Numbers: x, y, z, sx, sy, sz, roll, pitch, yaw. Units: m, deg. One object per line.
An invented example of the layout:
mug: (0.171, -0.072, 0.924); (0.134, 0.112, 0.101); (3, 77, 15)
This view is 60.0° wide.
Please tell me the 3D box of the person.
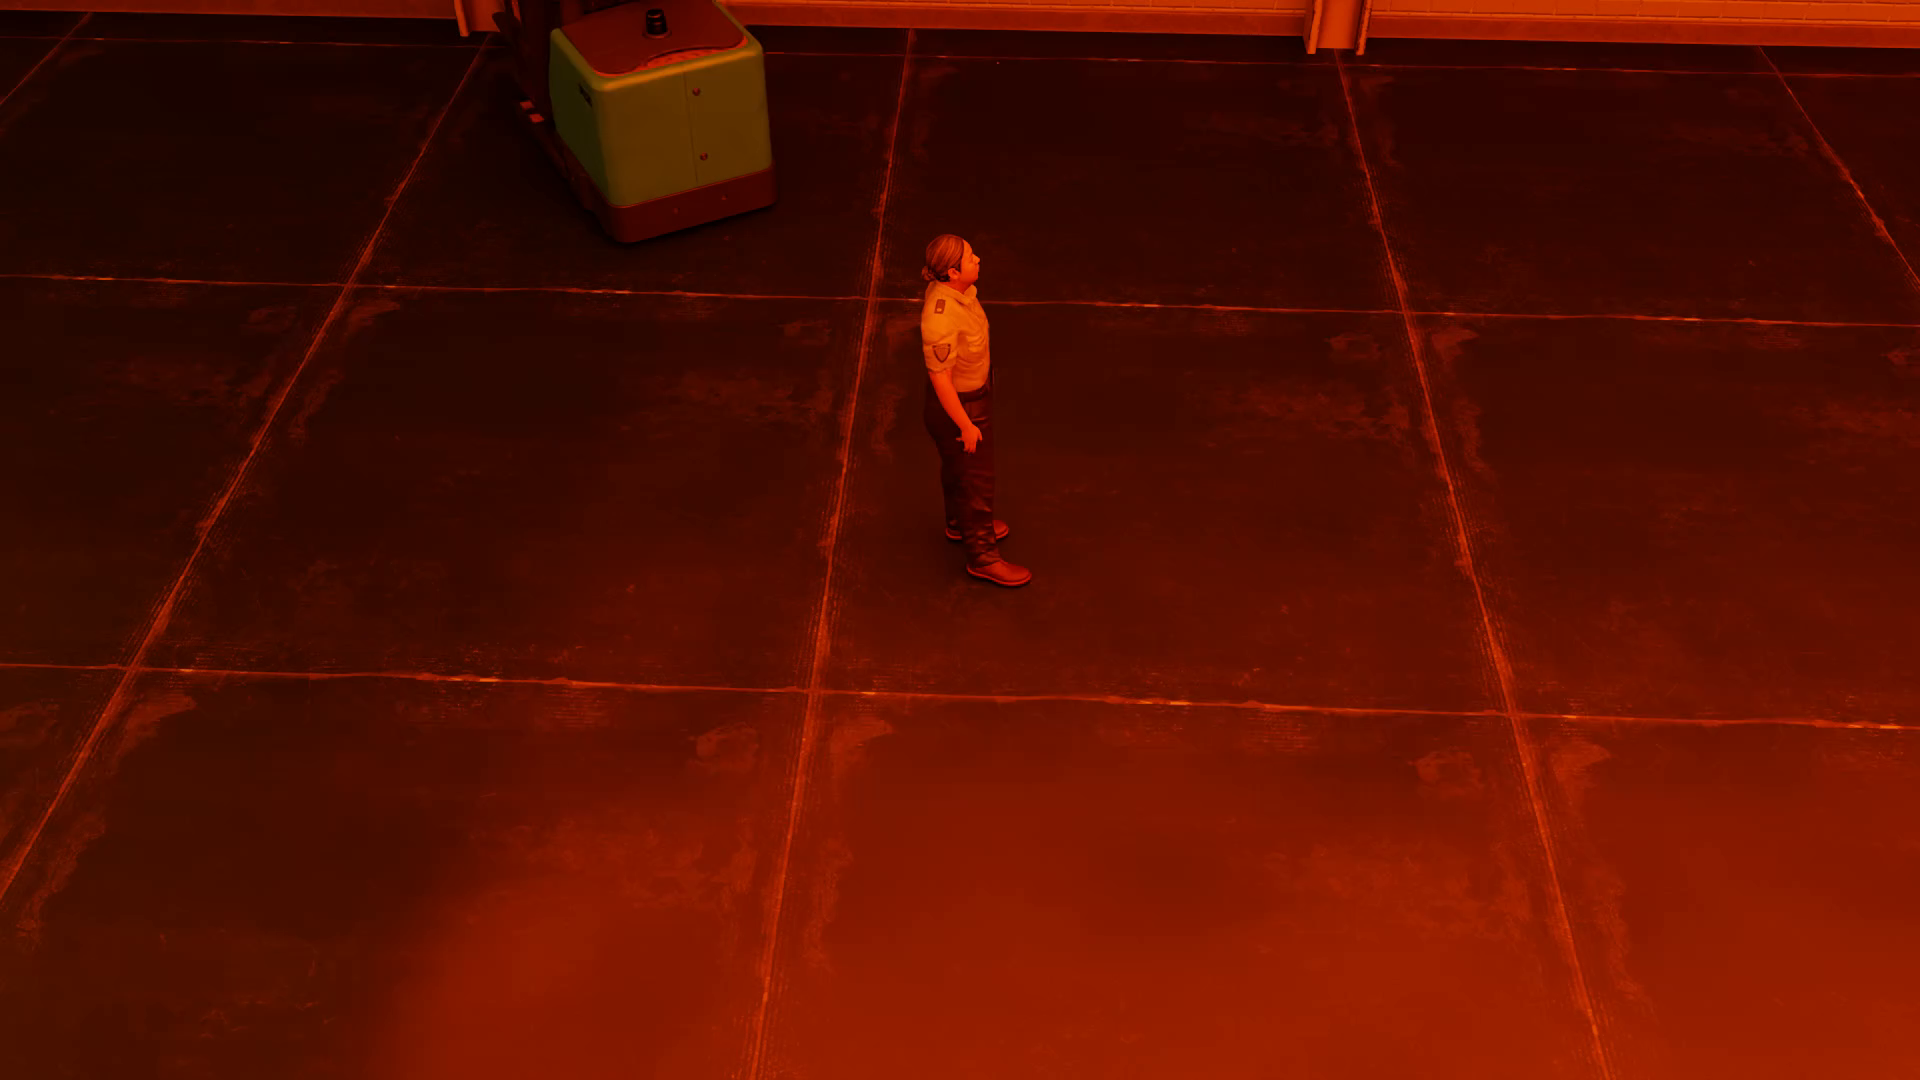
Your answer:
person: (0.088, -0.596, 7.336); (0.503, 1.650, 0.599); (2, 42, 2)

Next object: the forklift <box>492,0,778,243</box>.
forklift: (-2.247, -3.802, 9.907); (1.130, 2.935, 3.031); (-20, 46, -21)
